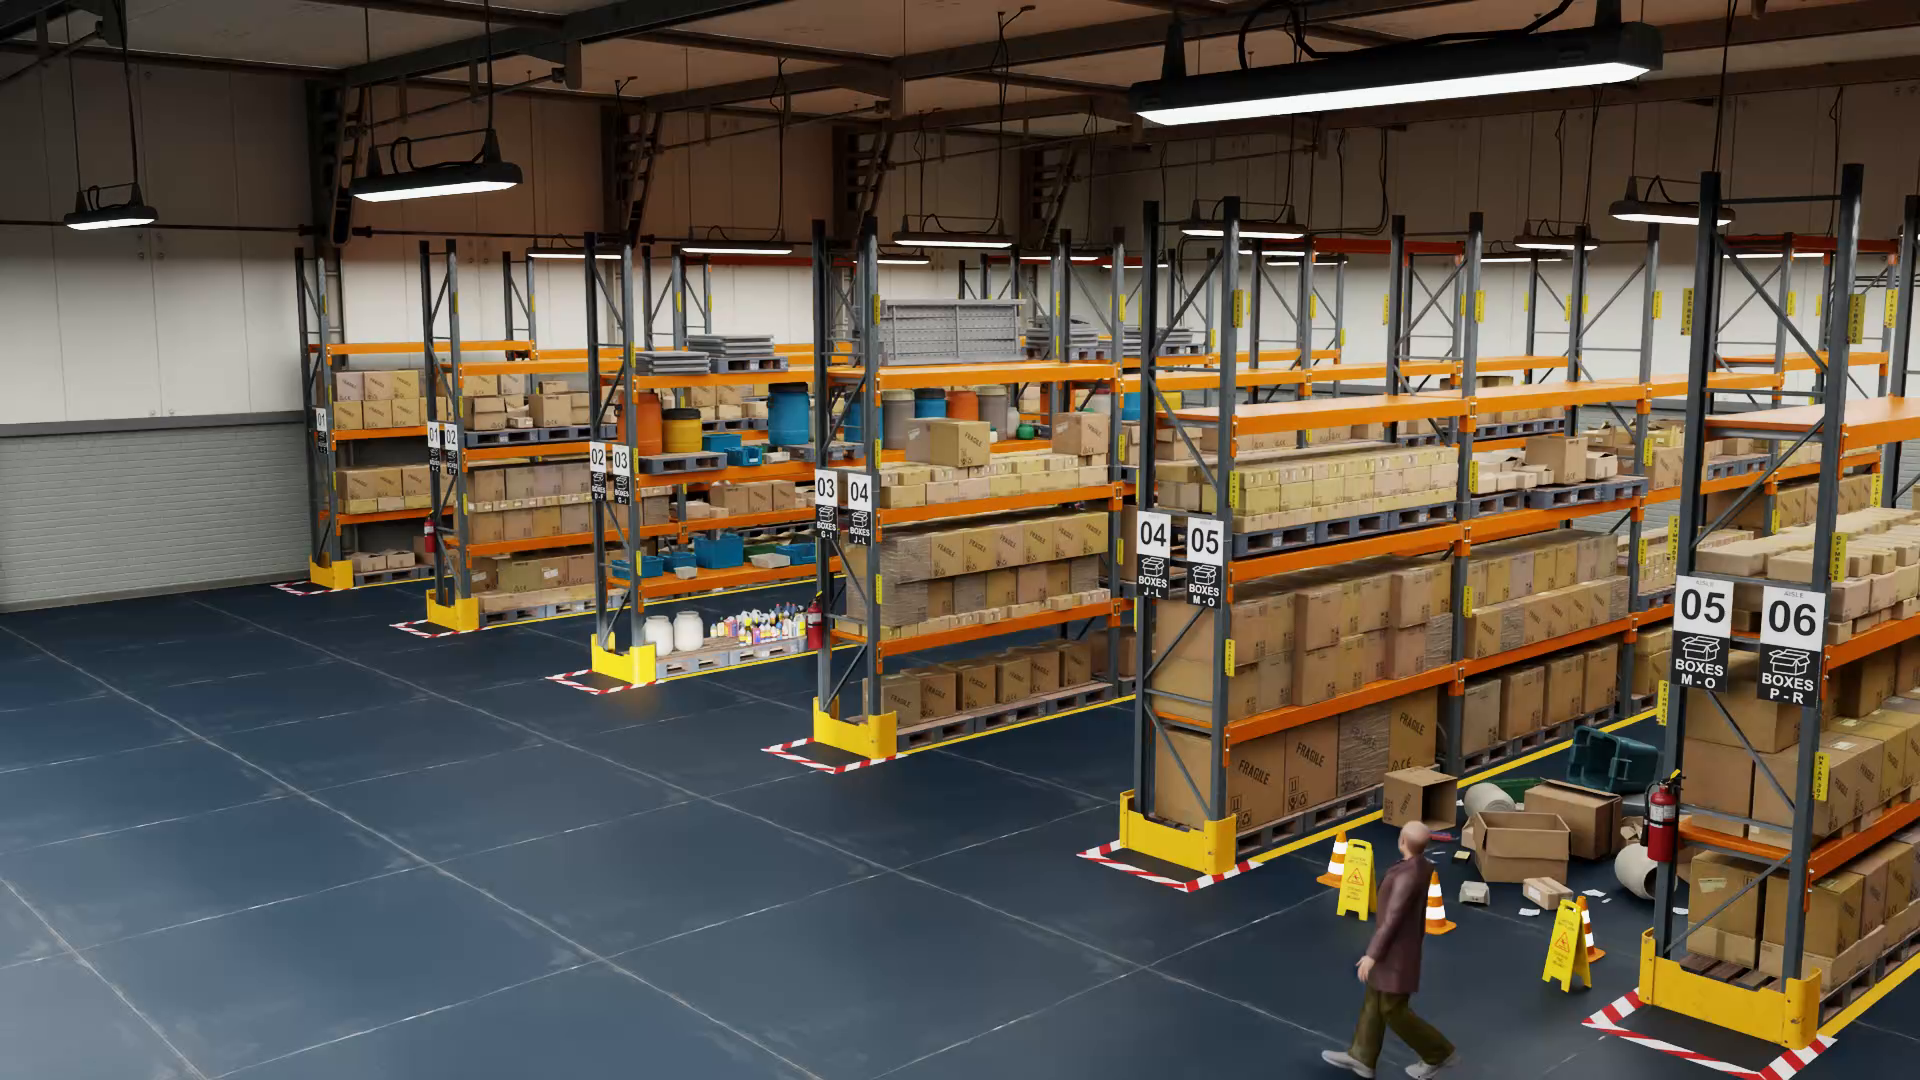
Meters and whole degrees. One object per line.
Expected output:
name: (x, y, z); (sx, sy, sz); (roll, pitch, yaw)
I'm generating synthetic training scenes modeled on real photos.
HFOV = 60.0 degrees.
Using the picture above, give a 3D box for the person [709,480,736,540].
person: (-4.670, -0.550, 32.917); (0.393, 1.794, 0.554); (5, 10, 33)

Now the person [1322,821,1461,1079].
person: (2.864, 2.755, 10.966); (0.887, 1.655, 0.623); (1, 9, 10)
